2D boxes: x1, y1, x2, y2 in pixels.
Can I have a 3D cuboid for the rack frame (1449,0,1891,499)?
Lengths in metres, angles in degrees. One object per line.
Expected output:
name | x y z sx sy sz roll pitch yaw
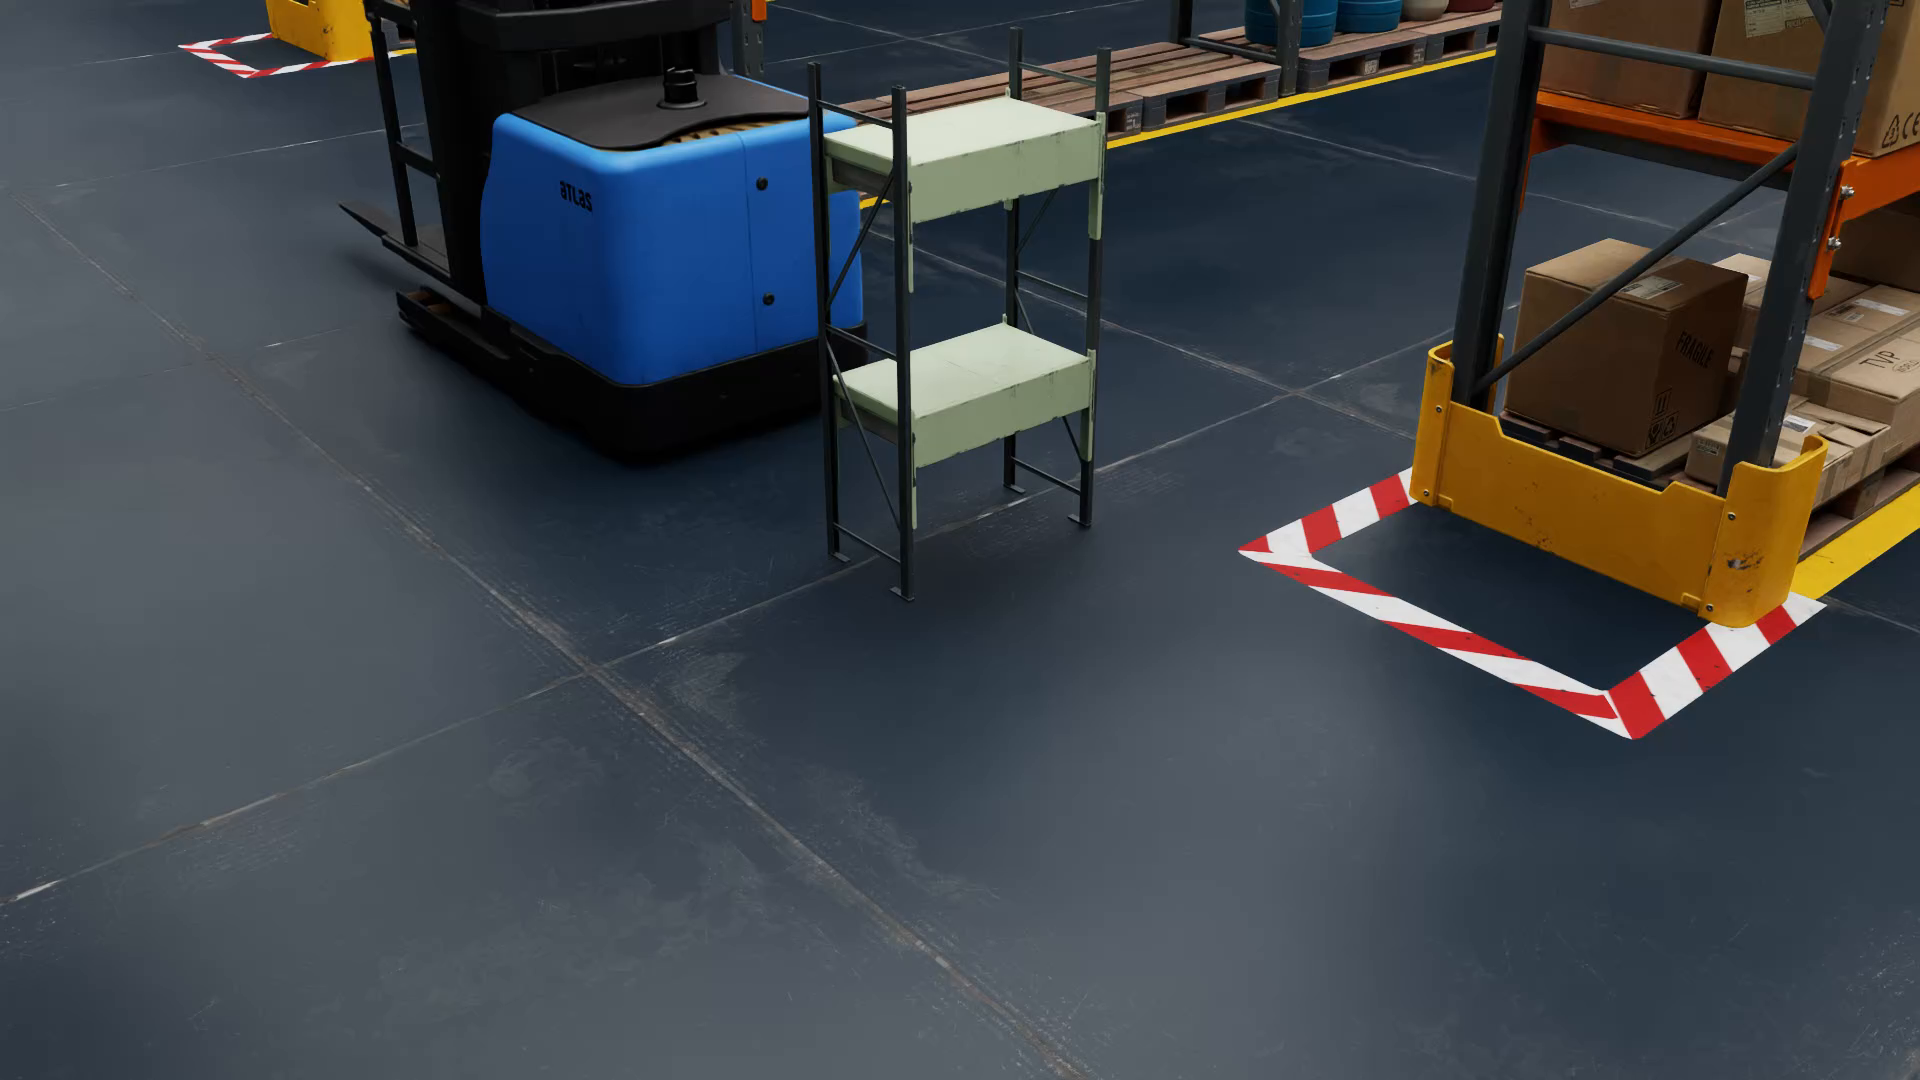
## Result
rack frame | 1.920 -1.296 4.492 0.127 3.000 1.000 -22 35 -35

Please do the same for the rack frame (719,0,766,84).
rack frame | -1.293 -3.073 7.818 0.127 3.000 1.000 -22 35 -35

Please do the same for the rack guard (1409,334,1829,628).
rack guard | 1.977 -0.217 5.125 0.348 0.500 1.175 -22 35 -35

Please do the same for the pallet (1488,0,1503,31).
pallet | 4.221 -4.034 12.575 1.213 0.211 1.003 -22 35 -35

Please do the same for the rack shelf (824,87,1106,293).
rack shelf | 0.005 -1.008 4.716 0.720 0.370 0.431 -22 35 -35

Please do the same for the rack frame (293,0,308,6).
rack frame | -4.507 -4.849 11.141 0.127 3.000 1.000 -22 35 -35

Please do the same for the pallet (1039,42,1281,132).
pallet | 1.216 -2.828 10.318 1.213 0.211 1.003 -22 35 -35

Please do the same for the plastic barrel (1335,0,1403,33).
plastic barrel | 2.714 -3.933 11.208 0.708 0.901 0.600 -22 35 -35

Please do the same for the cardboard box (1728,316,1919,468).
cardboard box | 2.898 -0.495 5.444 0.500 0.250 0.500 -22 35 -35

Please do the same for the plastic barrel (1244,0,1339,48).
plastic barrel | 2.175 -3.717 10.803 0.708 0.901 0.600 -22 35 -35

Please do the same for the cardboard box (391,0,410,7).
cardboard box | -4.072 -4.322 11.963 0.875 0.875 0.875 -22 35 -35

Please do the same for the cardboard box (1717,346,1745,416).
cardboard box | 2.540 -0.586 5.704 0.250 0.166 0.380 -22 35 -35

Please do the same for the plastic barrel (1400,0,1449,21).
plastic barrel | 3.202 -3.902 11.563 0.421 0.512 0.421 0 28 0

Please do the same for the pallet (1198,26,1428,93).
pallet | 2.365 -3.288 11.178 1.213 0.211 1.003 -22 35 -35

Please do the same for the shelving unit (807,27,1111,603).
shelving unit | 0.005 -0.664 4.900 0.755 1.500 0.431 -22 35 -35

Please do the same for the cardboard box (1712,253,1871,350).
cardboard box | 2.916 -0.812 6.037 0.500 0.250 0.500 -22 35 -35

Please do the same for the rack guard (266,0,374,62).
rack guard | -4.525 -3.739 11.716 0.348 0.500 1.175 -22 35 -35

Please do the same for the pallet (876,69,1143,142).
pallet | 0.288 -2.453 9.616 1.213 0.211 1.003 -22 35 -35

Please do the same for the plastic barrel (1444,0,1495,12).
plastic barrel | 3.573 -4.141 11.929 0.708 0.588 0.600 -22 35 -35

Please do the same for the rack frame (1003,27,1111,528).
rack frame | 0.284 -0.775 5.110 0.023 1.500 0.400 -22 35 -35

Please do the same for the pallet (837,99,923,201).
pallet | -0.640 -2.082 8.921 1.213 0.211 1.003 -22 35 -35

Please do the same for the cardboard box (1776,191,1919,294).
cardboard box | 3.537 -1.036 6.188 0.637 0.503 0.797 -22 35 -35

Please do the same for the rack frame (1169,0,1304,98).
rack frame | 1.750 -4.297 10.107 0.127 3.000 1.000 -22 35 -35

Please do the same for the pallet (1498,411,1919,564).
pallet | 2.583 -0.333 5.650 1.213 0.211 1.003 -22 35 -35

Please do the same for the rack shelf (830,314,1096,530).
rack shelf | 0.005 -0.376 5.054 0.720 0.370 0.431 -22 35 -35

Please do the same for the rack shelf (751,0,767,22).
rack shelf | 0.229 -3.368 9.132 4.000 0.370 1.077 -22 35 -35

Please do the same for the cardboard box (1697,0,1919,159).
cardboard box | 2.428 -1.381 4.546 0.500 0.500 0.500 -21 35 -34

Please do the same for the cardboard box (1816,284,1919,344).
cardboard box | 3.278 -0.648 5.730 0.500 0.250 0.500 -22 35 -35

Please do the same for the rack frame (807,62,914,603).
rack frame | -0.273 -0.552 4.691 0.023 1.500 0.400 -22 35 -35

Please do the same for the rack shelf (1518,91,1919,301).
rack shelf | 3.441 -1.590 5.807 4.000 0.370 1.077 -22 35 -35

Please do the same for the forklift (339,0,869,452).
forklift | -1.663 -2.216 6.287 1.130 2.935 3.031 -21 35 -34

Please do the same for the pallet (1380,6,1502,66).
pallet | 3.293 -3.663 11.881 1.213 0.211 1.003 -22 35 -35

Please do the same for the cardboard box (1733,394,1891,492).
cardboard box | 2.651 -0.322 5.208 0.250 0.166 0.380 -22 35 -35

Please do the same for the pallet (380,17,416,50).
pallet | -3.950 -3.892 12.308 1.213 0.211 1.003 -22 35 -35

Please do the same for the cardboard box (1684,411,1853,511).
cardboard box | 2.461 -0.237 5.070 0.250 0.149 0.380 -22 35 -35

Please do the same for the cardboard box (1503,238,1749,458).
cardboard box | 2.173 -0.642 5.454 0.500 0.500 0.500 -22 35 -35

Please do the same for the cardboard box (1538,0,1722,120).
cardboard box | 2.084 -1.574 4.908 0.500 0.500 0.500 -21 34 -33
